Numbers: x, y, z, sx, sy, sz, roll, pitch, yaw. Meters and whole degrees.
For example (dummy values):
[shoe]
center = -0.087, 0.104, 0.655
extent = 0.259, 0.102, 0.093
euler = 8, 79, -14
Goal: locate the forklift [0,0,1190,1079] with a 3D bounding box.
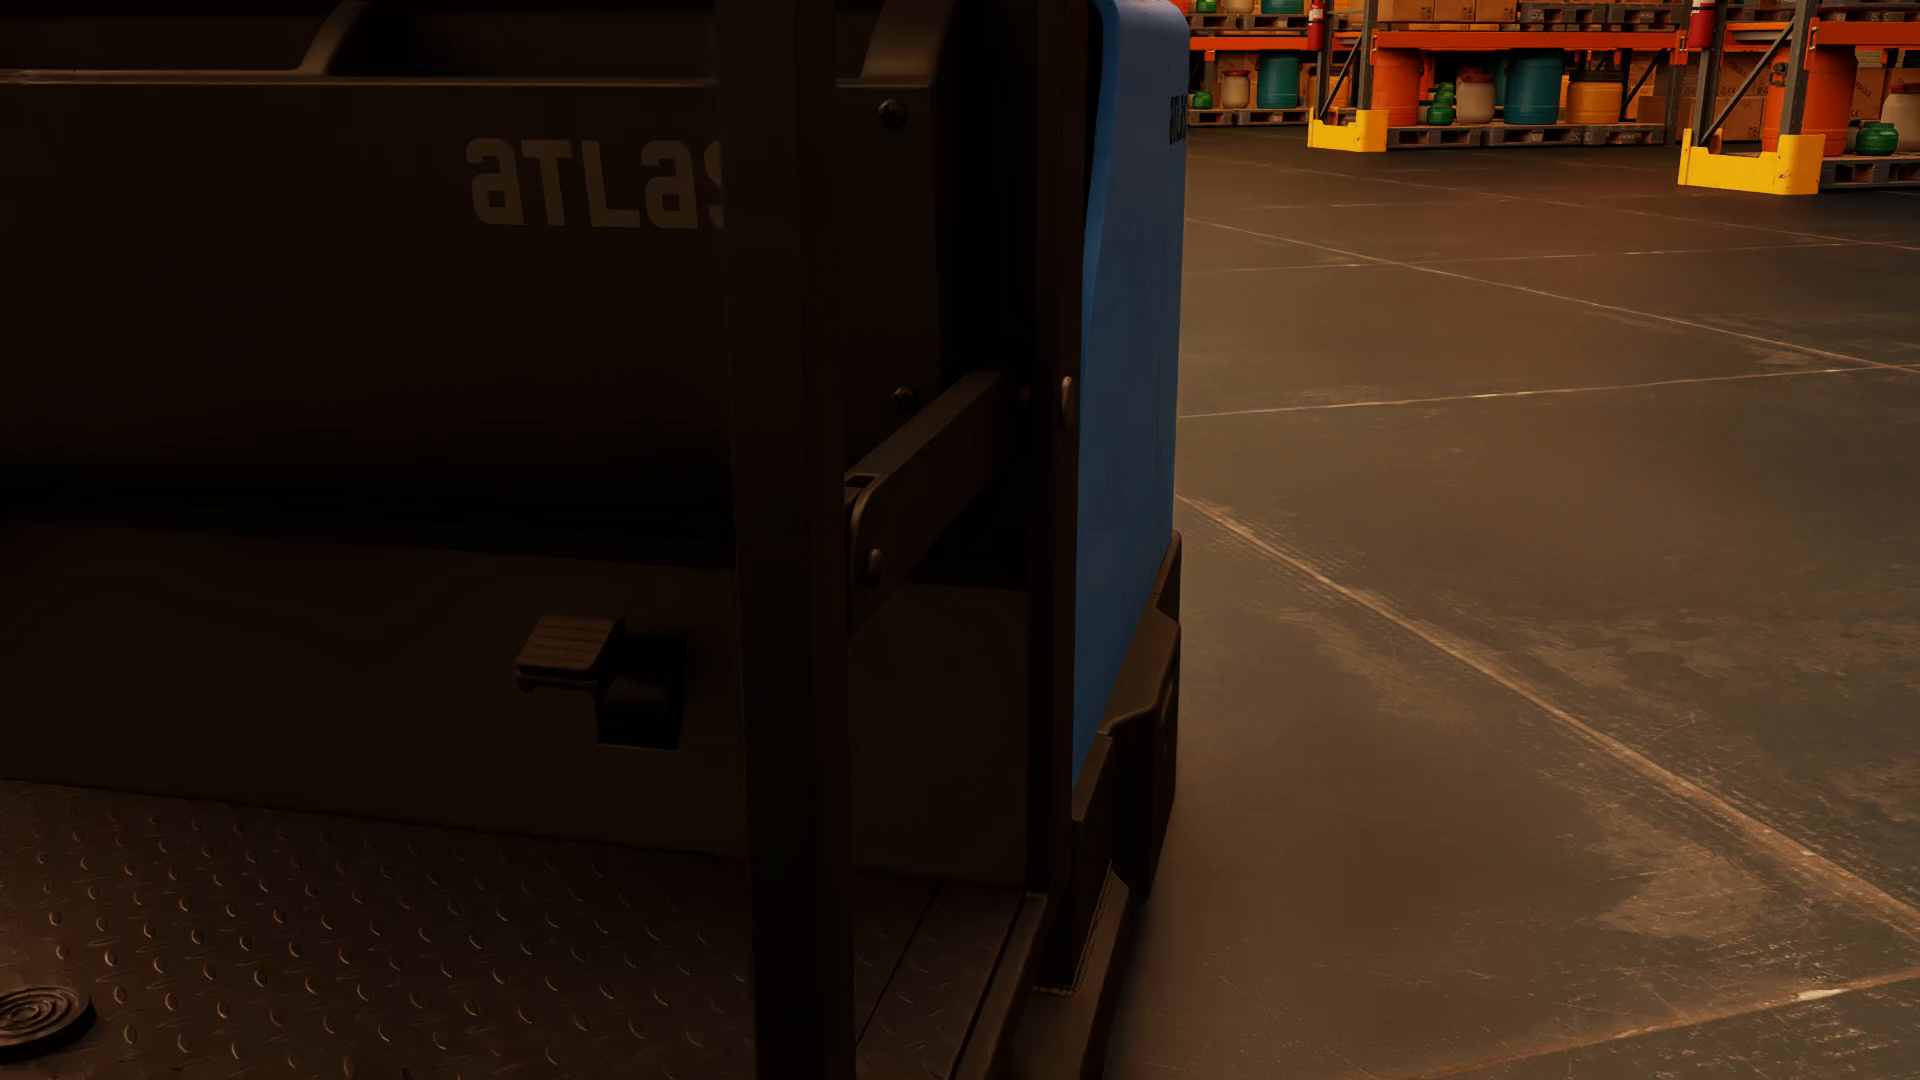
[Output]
[forklift]
center = -0.501, -0.758, 0.936
extent = 1.130, 2.935, 3.031
euler = 4, 17, 12
